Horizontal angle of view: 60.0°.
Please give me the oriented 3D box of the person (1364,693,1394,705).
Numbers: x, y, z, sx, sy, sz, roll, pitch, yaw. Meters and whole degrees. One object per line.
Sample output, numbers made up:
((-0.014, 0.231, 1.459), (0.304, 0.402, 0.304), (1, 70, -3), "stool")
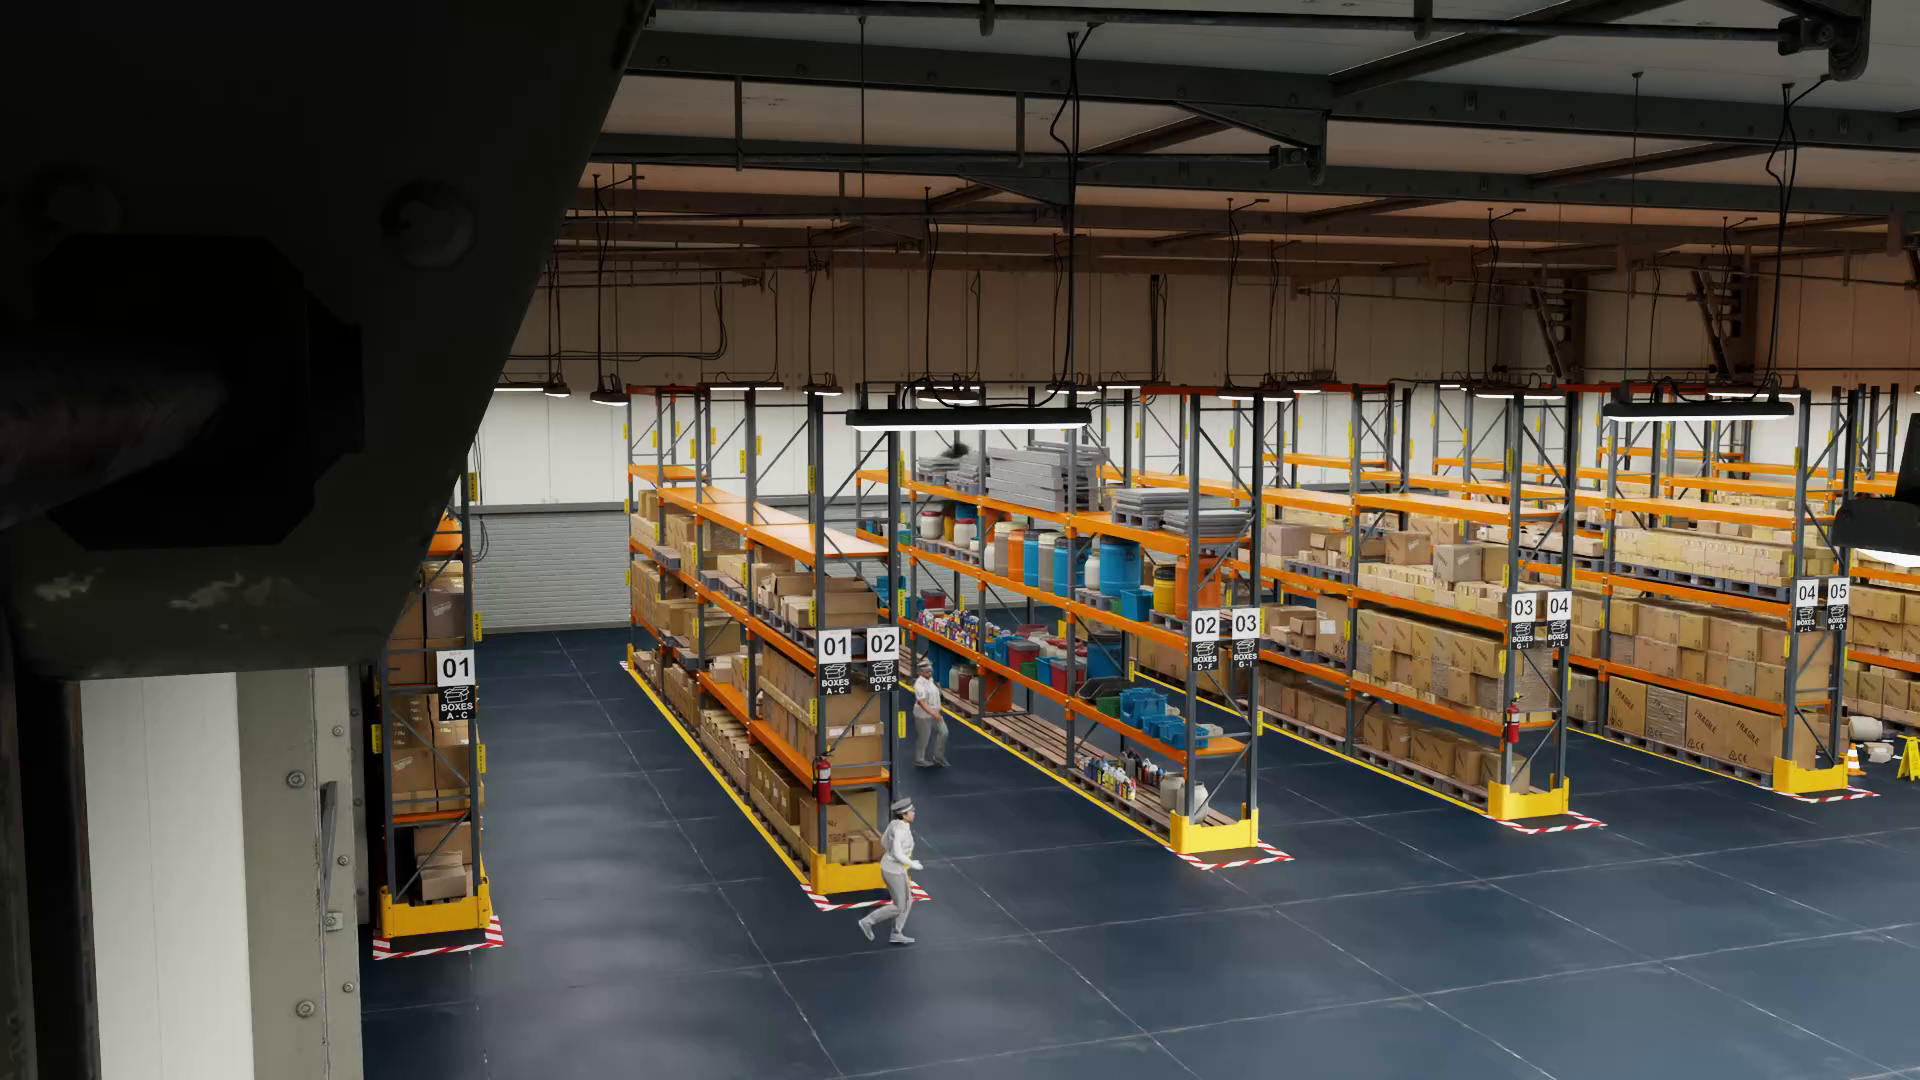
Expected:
((8.032, 2.246, 31.679), (0.613, 1.662, 0.762), (1, 6, 9), "person")

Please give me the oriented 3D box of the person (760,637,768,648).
((-3.426, 2.246, 31.166), (0.653, 1.767, 0.849), (-2, 6, -18), "person")

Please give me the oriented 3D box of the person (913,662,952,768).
((-0.485, 2.768, 26.179), (0.631, 1.776, 0.701), (3, 7, 30), "person")

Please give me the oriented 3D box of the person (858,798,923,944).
((-0.766, 3.647, 18.276), (0.717, 1.643, 0.609), (-1, 6, -5), "person")
